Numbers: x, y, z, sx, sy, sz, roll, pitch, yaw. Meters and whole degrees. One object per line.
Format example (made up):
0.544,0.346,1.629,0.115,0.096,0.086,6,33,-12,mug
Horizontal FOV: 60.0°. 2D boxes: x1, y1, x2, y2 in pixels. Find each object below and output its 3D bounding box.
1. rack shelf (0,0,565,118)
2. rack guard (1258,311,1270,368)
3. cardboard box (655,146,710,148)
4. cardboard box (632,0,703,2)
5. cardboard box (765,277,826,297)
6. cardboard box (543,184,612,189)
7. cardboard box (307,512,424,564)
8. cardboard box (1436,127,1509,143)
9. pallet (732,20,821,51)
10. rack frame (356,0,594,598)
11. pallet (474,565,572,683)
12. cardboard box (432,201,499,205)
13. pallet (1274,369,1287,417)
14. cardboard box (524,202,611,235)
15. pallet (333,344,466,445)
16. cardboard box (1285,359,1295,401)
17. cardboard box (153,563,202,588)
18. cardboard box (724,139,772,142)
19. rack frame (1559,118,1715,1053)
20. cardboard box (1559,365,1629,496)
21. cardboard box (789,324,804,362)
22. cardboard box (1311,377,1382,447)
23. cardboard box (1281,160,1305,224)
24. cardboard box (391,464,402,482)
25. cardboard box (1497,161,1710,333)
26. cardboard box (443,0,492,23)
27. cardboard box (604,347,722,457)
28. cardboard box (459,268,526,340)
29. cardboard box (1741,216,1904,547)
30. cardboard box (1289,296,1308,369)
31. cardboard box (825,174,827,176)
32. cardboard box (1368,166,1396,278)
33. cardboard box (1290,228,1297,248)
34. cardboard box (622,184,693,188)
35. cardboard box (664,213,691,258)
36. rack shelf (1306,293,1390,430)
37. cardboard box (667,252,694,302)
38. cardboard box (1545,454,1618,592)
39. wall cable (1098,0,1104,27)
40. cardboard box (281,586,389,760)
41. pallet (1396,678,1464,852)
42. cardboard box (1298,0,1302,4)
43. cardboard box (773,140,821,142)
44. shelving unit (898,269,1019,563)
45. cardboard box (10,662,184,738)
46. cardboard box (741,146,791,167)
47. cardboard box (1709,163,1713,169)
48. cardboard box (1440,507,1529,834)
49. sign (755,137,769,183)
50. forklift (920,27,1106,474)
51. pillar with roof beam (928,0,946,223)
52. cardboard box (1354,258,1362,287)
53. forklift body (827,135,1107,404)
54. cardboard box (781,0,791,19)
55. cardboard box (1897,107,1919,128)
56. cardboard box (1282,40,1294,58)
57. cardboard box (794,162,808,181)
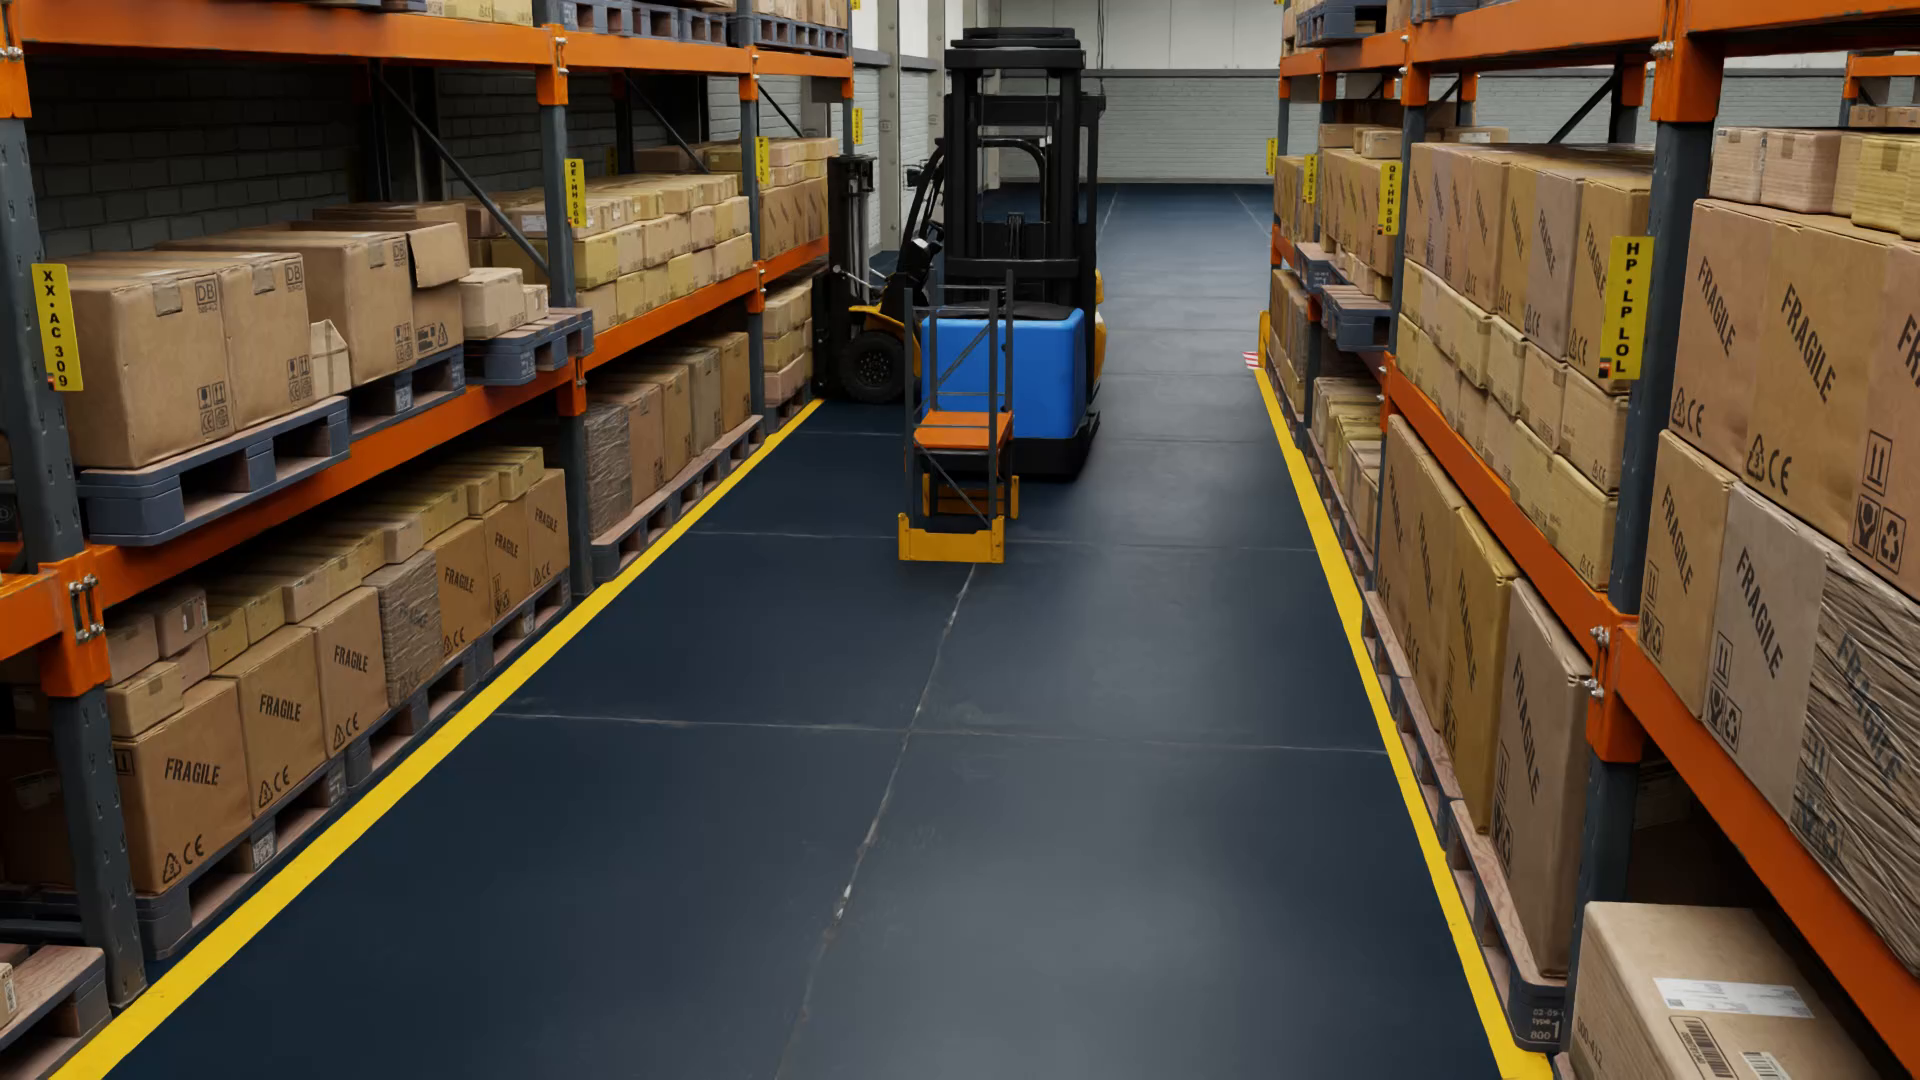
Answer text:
-2.637,-1.761,6.059,1.077,0.370,4.000,2,15,6,rack shelf
3.415,-1.882,15.665,1.175,0.500,0.348,2,15,6,rack guard
-2.172,-3.013,13.053,0.380,0.149,0.250,1,15,5,cardboard box
-1.887,-3.478,10.207,0.500,0.311,0.500,1,15,4,cardboard box
-1.415,-2.088,14.186,0.500,0.250,0.500,1,15,5,cardboard box
-2.410,-2.164,10.483,0.380,0.149,0.250,2,15,6,cardboard box
-2.393,-0.009,6.692,0.380,0.149,0.250,1,15,4,cardboard box
3.072,-2.401,9.988,0.380,0.149,0.250,1,15,4,cardboard box
-1.750,-4.159,13.720,1.003,0.211,1.213,2,15,6,pallet
-2.412,-1.179,8.275,1.000,3.000,0.127,2,15,6,rack frame
-2.534,0.360,7.927,1.003,0.211,1.213,2,15,6,pallet
-2.658,-1.702,8.775,0.380,0.149,0.250,2,15,8,cardboard box
3.148,-1.218,13.760,1.003,0.211,1.213,2,15,6,pallet
-2.054,-1.684,8.707,0.380,0.149,0.250,2,15,7,cardboard box
-2.627,-0.582,6.434,1.003,0.211,1.213,2,15,6,pallet
2.822,-1.246,12.987,0.500,0.250,0.500,1,15,5,cardboard box
-2.978,0.177,6.004,0.380,0.149,0.250,2,15,8,cardboard box
-1.881,-3.478,14.775,0.380,0.149,0.250,2,15,7,cardboard box
2.069,0.004,3.901,1.000,3.000,0.127,2,15,6,rack frame
1.877,-0.287,4.305,0.500,0.250,0.500,2,15,6,cardboard box
-1.544,-1.580,13.264,0.500,0.250,0.500,2,15,6,cardboard box
2.915,-0.869,11.360,0.950,0.372,0.625,2,15,7,cardboard box
2.983,-2.919,13.949,0.500,0.500,0.500,1,15,5,cardboard box
-2.837,-0.294,7.744,0.380,0.149,0.250,2,15,8,cardboard box
1.998,-0.916,5.195,0.500,0.500,0.500,2,15,8,cardboard box
-2.284,-2.284,6.902,0.500,0.250,0.500,2,15,6,cardboard box
-2.103,-0.936,11.122,0.875,0.625,0.625,2,15,6,cardboard box
-2.209,-1.026,7.193,0.500,0.250,0.500,1,15,4,cardboard box
1.712,-0.280,2.844,0.500,0.500,0.500,1,15,6,cardboard box
2.828,-1.602,12.866,0.500,0.500,0.500,2,15,7,cardboard box
-1.371,-3.032,14.938,0.500,0.500,0.500,2,15,8,cardboard box
2.296,-1.554,8.098,0.500,0.500,0.500,1,15,5,cardboard box
2.868,-2.439,13.417,0.380,0.149,0.250,2,15,7,cardboard box
-1.893,-2.150,10.433,0.380,0.149,0.250,2,15,7,cardboard box
-1.952,-1.854,10.101,0.500,0.250,0.500,2,15,7,cardboard box
2.746,-1.205,9.750,1.077,0.370,4.000,2,15,6,rack shelf
-1.946,-1.613,10.168,0.500,0.250,0.500,2,15,8,cardboard box
1.869,-0.048,4.379,0.500,0.250,0.500,1,15,5,cardboard box
5.236,-15.361,45.504,3.097,2.526,0.112,2,15,6,wall cable
-2.474,0.476,6.139,0.500,0.500,0.500,1,15,5,cardboard box
2.217,0.830,6.187,1.003,0.211,1.213,2,15,6,pallet
2.933,-4.410,13.431,0.380,0.149,0.250,2,15,8,cardboard box
-1.442,-3.464,14.721,0.380,0.149,0.250,2,15,7,cardboard box
0.009,-0.744,9.539,0.587,1.500,1.083,2,15,6,shelving unit
-2.558,0.464,4.940,0.380,0.149,0.250,2,15,9,cardboard box
-1.539,-2.996,12.991,0.380,0.149,0.250,2,15,8,cardboard box
2.494,-0.896,5.120,0.500,0.500,0.500,1,15,5,cardboard box
2.154,0.429,5.595,0.875,0.875,0.875,2,15,8,cardboard box
-1.420,-2.724,11.921,0.100,0.325,0.005,2,15,6,sign
0.467,-2.188,12.140,1.130,2.935,3.031,2,15,9,forklift
3.825,-10.537,31.392,9.100,9.000,0.400,2,15,6,pillar with roof beam
2.302,-1.410,8.808,0.380,0.149,0.250,1,15,4,cardboard box
0.090,-2.298,14.042,2.313,2.155,1.214,2,15,6,forklift body
-1.521,-4.101,12.820,0.380,0.149,0.250,2,15,8,cardboard box
8.104,-3.201,13.397,0.875,0.550,0.550,2,15,6,cardboard box
3.063,-4.359,14.770,0.380,0.149,0.250,2,15,6,cardboard box
-1.469,-3.053,13.772,0.380,0.149,0.250,1,15,5,cardboard box
